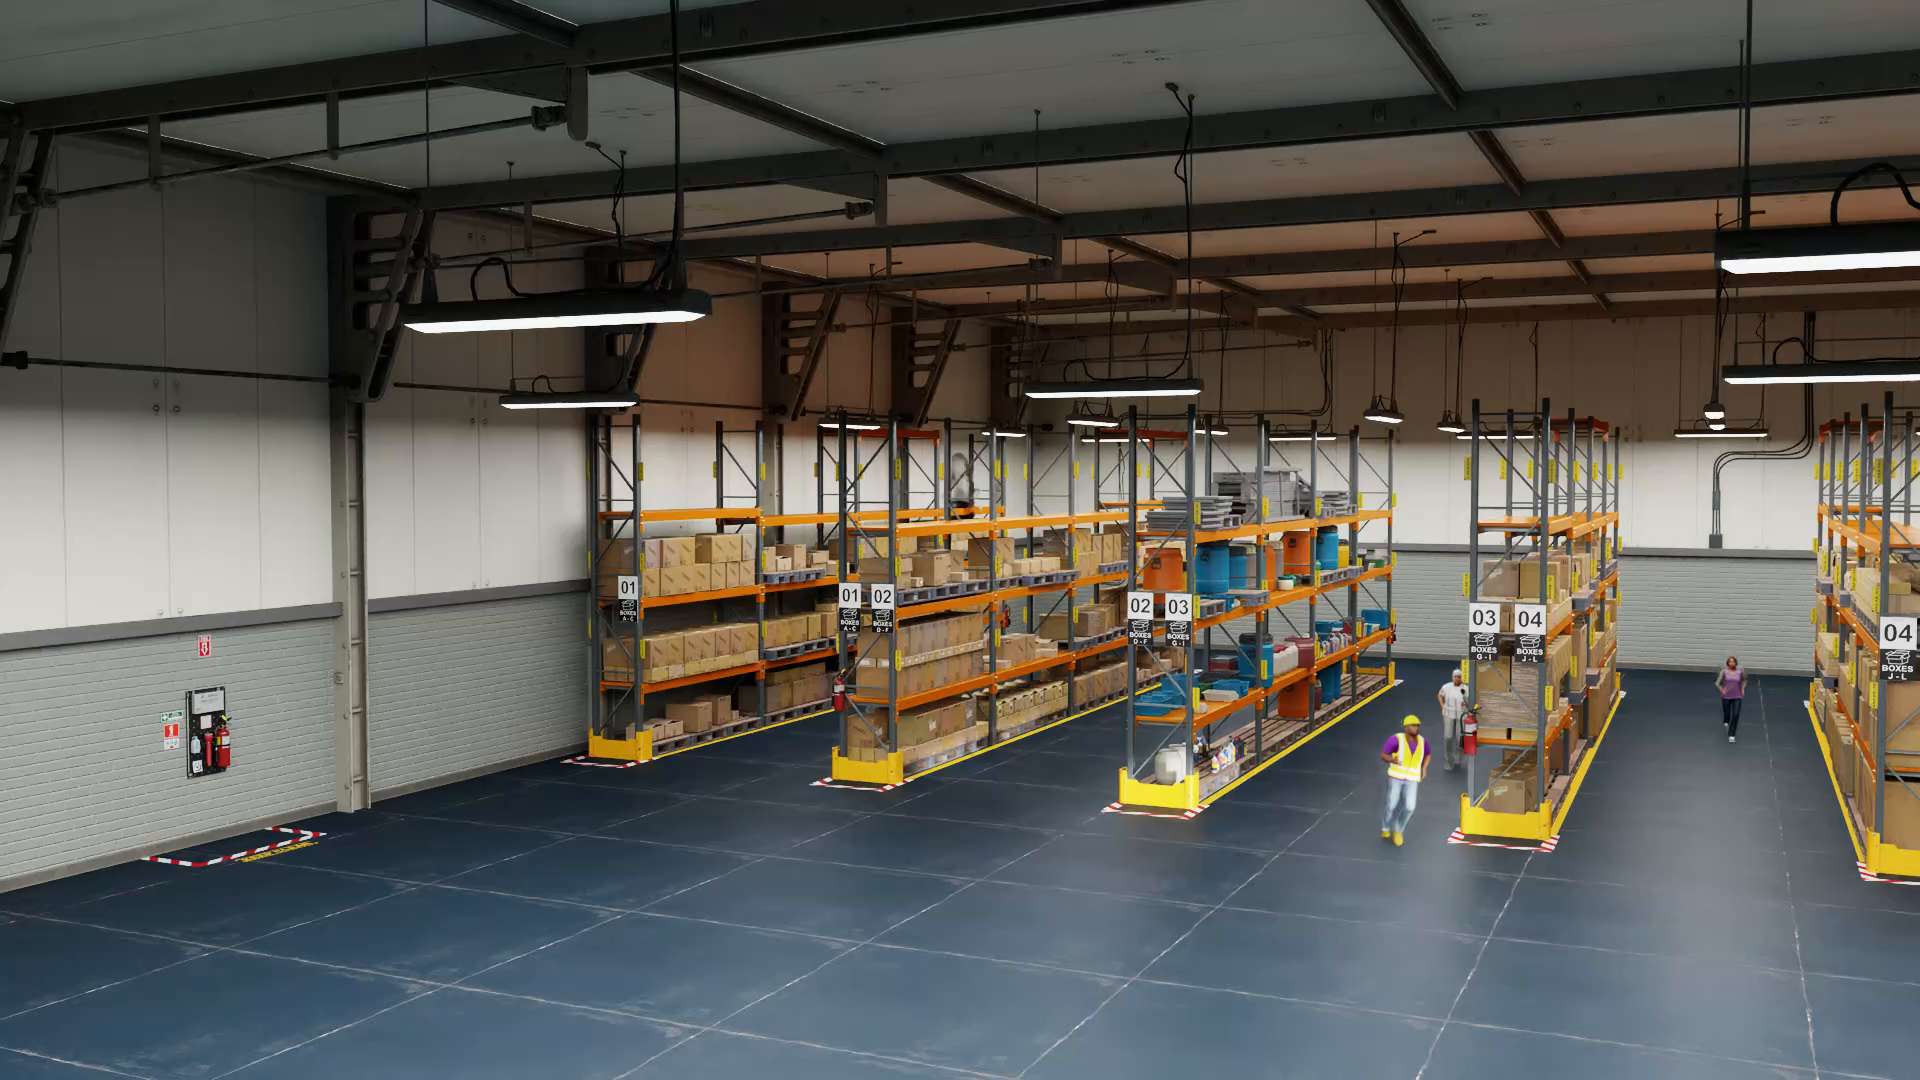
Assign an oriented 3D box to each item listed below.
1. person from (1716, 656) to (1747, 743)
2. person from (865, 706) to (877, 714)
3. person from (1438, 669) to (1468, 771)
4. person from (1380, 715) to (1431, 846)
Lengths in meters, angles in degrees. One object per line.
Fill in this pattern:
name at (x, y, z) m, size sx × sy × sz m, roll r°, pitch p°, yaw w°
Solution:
person at (14.366, 2.949, 30.965) m, size 0.547 × 1.584 × 0.759 m, roll 1°, pitch 2°, yaw 19°
person at (-1.648, 2.883, 31.217) m, size 0.597 × 1.660 × 0.569 m, roll 1°, pitch 3°, yaw 21°
person at (8.359, 3.033, 28.015) m, size 0.582 × 1.720 × 0.712 m, roll 1°, pitch 2°, yaw 15°
person at (6.007, 3.227, 22.341) m, size 0.704 × 1.755 × 0.663 m, roll 0°, pitch 2°, yaw 5°
